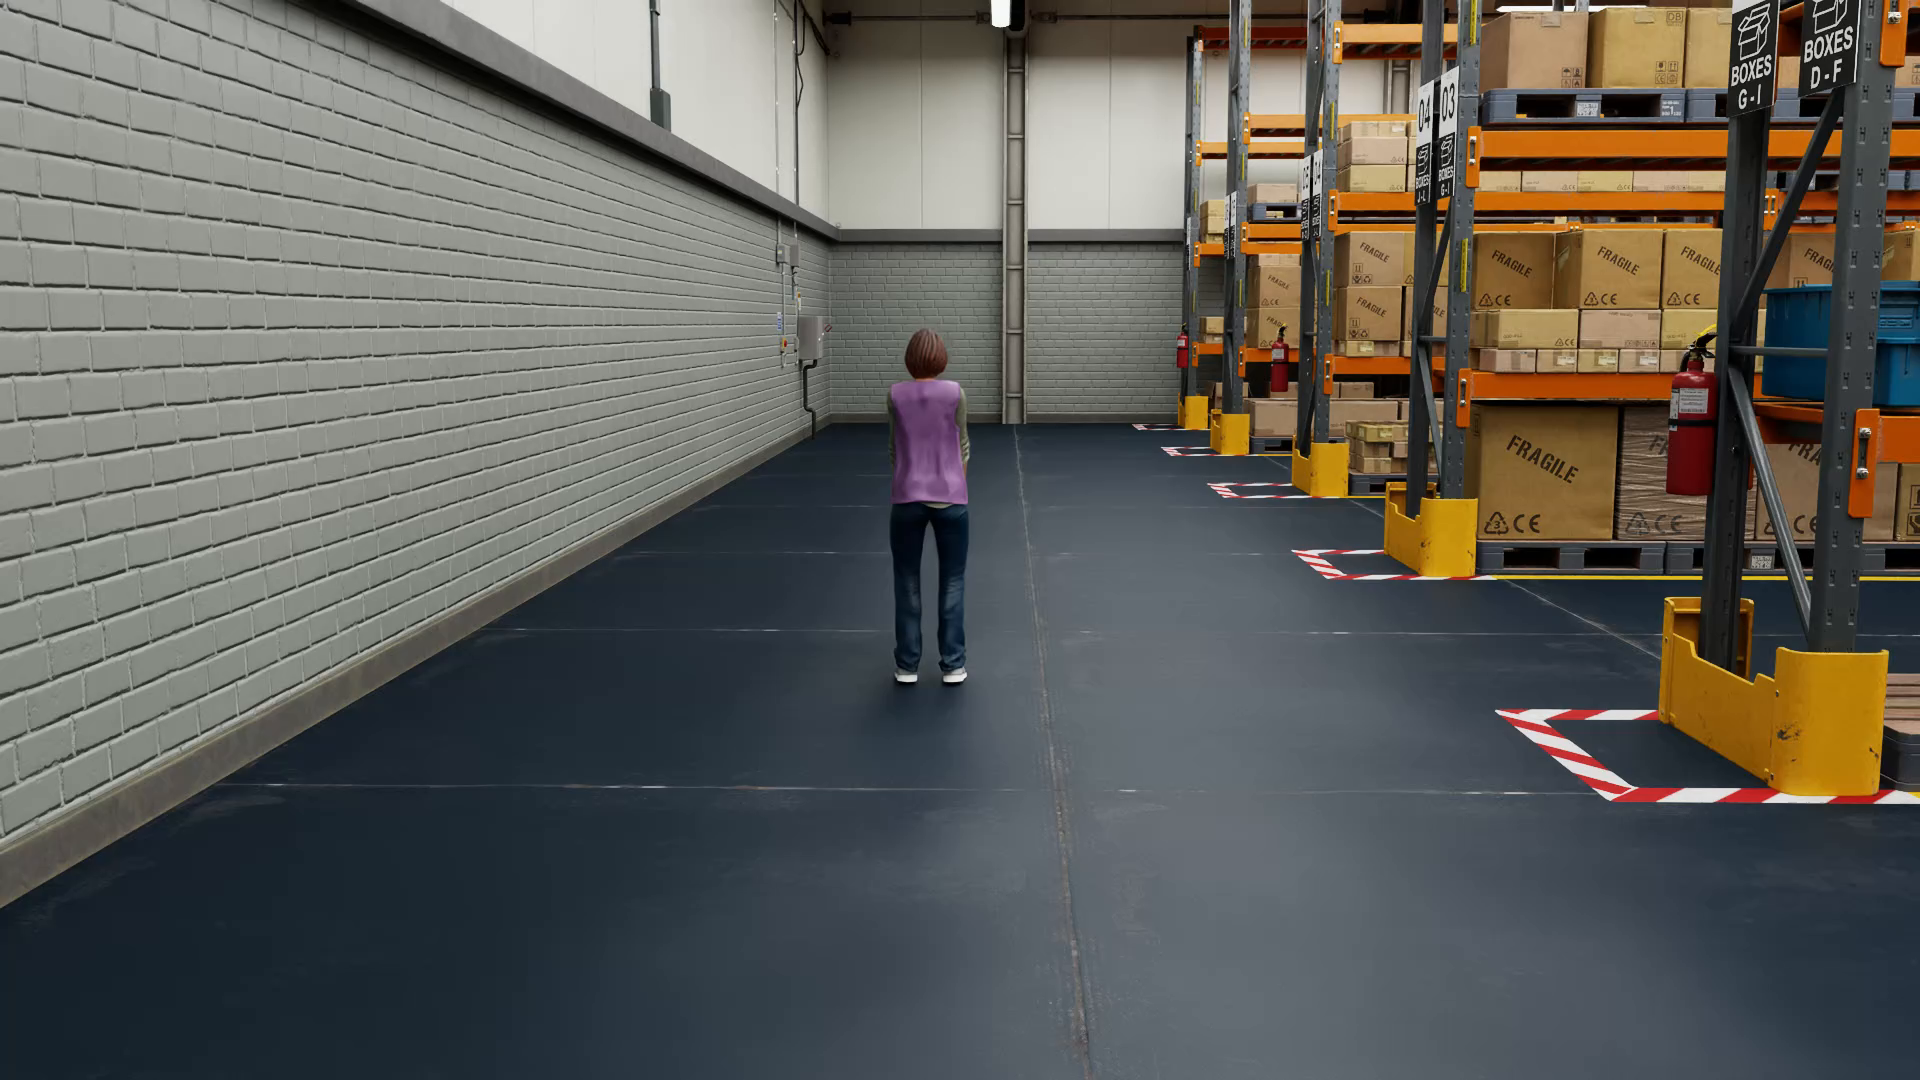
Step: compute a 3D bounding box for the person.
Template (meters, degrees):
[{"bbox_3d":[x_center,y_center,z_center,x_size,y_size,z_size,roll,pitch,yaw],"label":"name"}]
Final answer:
[{"bbox_3d":[-0.143,-0.036,7.485,0.375,1.374,0.362,0,7,1],"label":"person"}]
